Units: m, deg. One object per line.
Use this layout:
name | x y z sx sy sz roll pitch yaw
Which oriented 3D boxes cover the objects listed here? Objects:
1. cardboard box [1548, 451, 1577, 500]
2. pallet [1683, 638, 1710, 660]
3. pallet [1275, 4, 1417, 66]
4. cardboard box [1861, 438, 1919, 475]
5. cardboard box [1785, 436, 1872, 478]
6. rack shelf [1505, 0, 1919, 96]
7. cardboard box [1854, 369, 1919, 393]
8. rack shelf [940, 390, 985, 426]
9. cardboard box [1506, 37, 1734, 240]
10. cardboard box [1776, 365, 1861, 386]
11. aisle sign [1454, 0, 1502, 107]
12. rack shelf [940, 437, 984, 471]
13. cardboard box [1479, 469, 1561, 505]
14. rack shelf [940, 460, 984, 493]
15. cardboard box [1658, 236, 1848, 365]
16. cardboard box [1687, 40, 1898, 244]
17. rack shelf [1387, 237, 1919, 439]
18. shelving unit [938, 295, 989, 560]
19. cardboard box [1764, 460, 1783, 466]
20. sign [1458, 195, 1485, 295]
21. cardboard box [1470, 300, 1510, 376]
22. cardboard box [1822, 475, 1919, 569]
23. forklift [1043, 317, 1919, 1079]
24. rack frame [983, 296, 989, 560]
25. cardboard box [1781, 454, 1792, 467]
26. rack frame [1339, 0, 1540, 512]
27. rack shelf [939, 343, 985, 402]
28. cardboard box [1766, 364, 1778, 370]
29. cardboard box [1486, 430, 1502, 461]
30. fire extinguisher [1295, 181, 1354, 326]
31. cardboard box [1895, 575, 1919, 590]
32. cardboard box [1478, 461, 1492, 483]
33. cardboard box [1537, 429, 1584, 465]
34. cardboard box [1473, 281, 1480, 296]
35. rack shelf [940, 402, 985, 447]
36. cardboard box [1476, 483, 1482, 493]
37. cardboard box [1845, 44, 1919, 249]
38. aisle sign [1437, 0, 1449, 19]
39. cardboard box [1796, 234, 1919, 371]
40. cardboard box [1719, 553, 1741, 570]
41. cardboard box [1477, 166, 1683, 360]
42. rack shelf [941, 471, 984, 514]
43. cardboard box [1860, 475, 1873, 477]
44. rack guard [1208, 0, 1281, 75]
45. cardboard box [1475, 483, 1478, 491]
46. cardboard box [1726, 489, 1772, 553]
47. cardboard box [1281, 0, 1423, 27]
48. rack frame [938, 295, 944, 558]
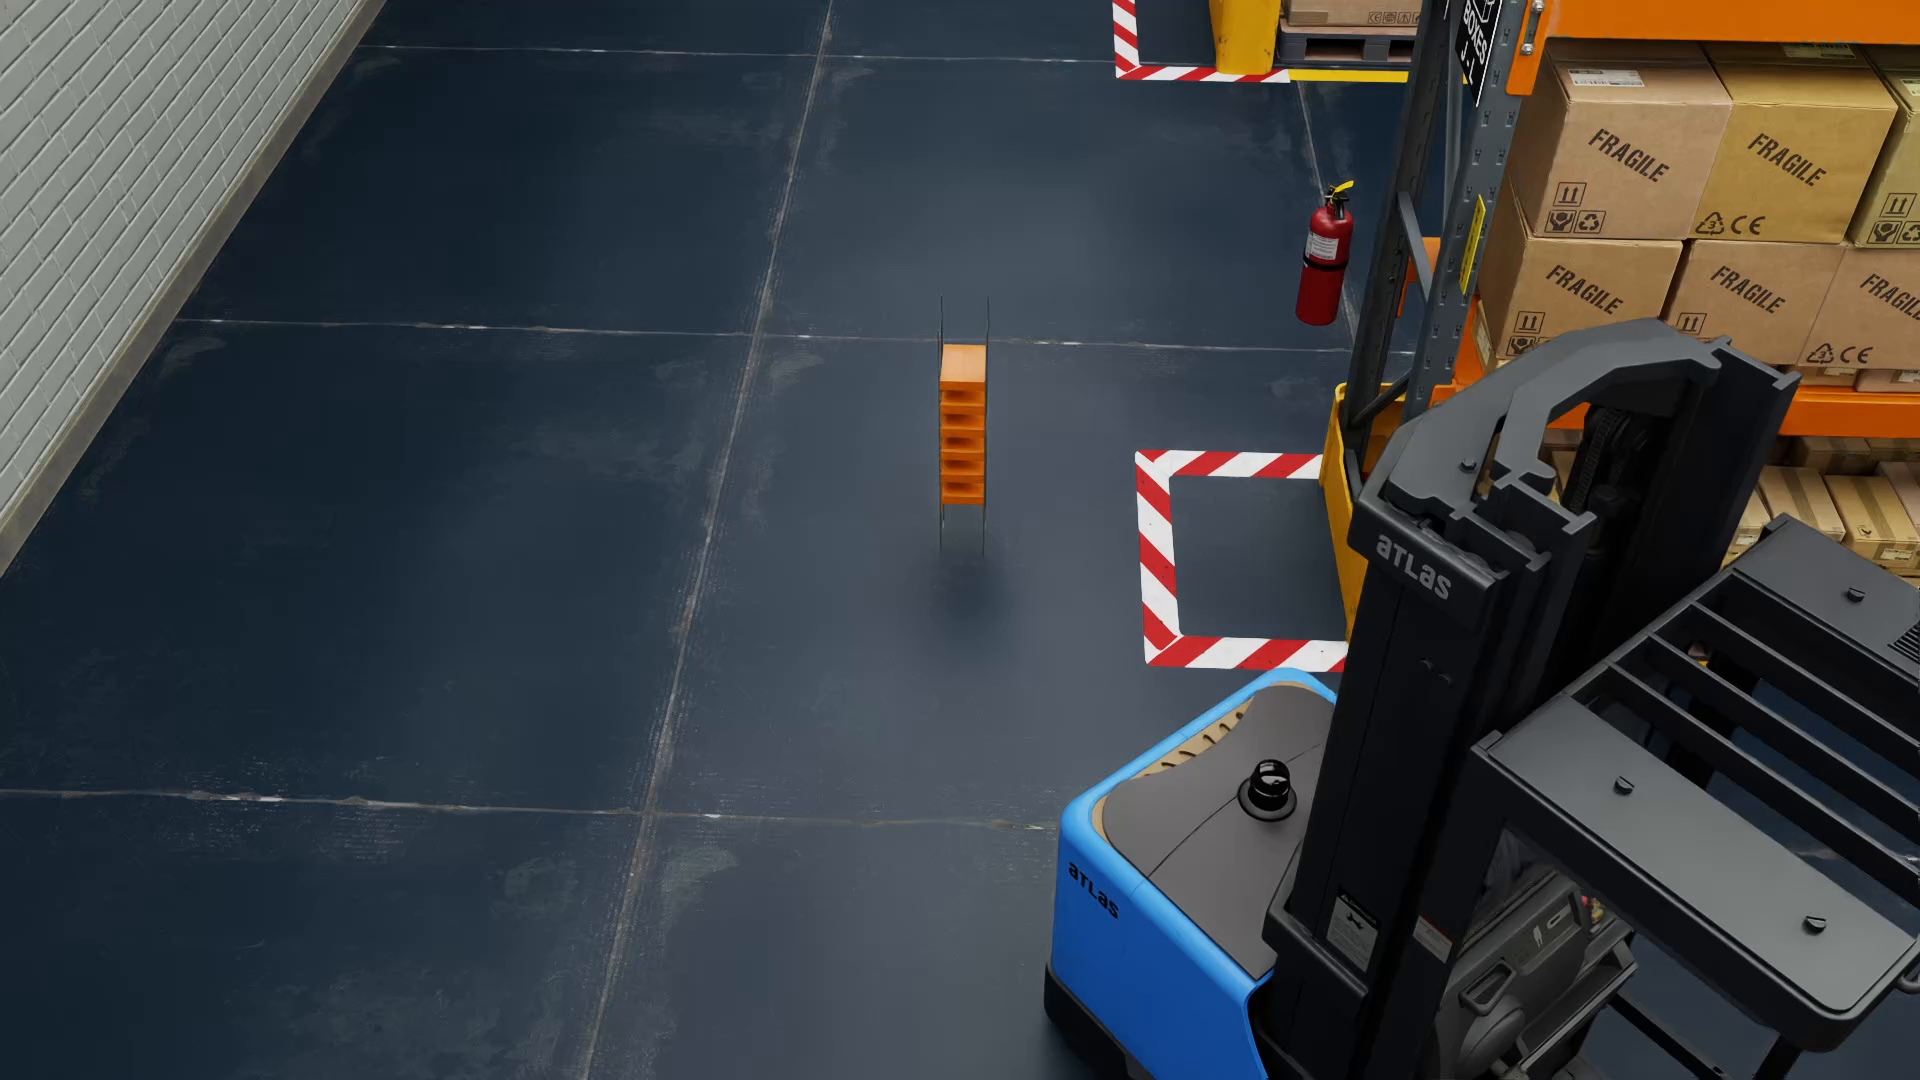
cardboard box | 2.490 -0.174 6.583 0.250 0.149 0.380 2 43 3
pallet | 2.587 0.052 7.039 1.213 0.211 1.003 2 43 2
pallet | 2.625 -3.402 10.747 1.213 0.211 1.003 2 43 2
cardboard box | 3.802 -0.442 6.871 0.250 0.149 0.380 2 43 2
cardboard box | 3.539 -0.431 6.859 0.250 0.149 0.380 0 43 0
rack shelf | 3.699 -1.792 5.301 4.000 0.370 1.077 2 43 2
cardboard box | 3.312 -0.704 5.989 0.250 0.149 0.380 1 43 1
rack shelf | 0.014 -0.582 6.707 0.180 0.103 0.258 2 43 2
cardboard box | 2.137 -1.336 5.459 0.500 0.500 0.500 2 43 2
cardboard box | 3.067 -0.730 6.018 0.250 0.149 0.380 1 43 1
aisle sign | 1.614 -1.769 5.041 0.004 0.787 0.394 2 43 2
rack shelf | 0.014 -0.406 6.871 0.180 0.103 0.258 2 43 2
cardboard box | 2.209 -0.100 6.504 0.250 0.149 0.380 0 43 0
rack shelf | 0.014 -0.318 6.953 0.180 0.103 0.258 2 43 2
cardboard box | 2.673 -0.964 5.793 0.500 0.500 0.500 2 43 2
cardboard box | 2.642 -1.325 5.447 0.500 0.500 0.500 3 43 3
rack shelf | 3.699 -0.695 6.323 4.000 0.370 1.077 2 43 2
shelving unit | 0.014 -0.439 6.841 0.189 1.200 0.258 2 43 2
cardboard box | 3.278 -0.395 7.039 0.250 0.149 0.380 2 43 3
sign | 1.677 -0.967 5.452 0.005 0.325 0.100 2 43 2
cardboard box | 2.010 -0.694 5.979 0.250 0.149 0.380 1 43 2
cardboard box | 3.525 -0.073 6.475 0.250 0.149 0.380 2 43 3
forklift | 1.587 1.080 3.940 1.130 2.935 3.031 -29 50 -27
rack frame | 0.106 -0.436 6.838 0.006 1.200 0.240 2 43 2
cardboard box | 3.533 -0.375 7.017 0.250 0.149 0.380 4 43 4
rack frame | 1.701 -1.019 6.144 0.127 3.000 1.000 2 43 2
rack shelf | 0.014 -0.669 6.625 0.180 0.103 0.258 2 43 2
cardboard box | 2.797 -0.755 6.045 0.250 0.149 0.380 4 43 4
cardboard box | 2.241 -0.504 6.937 0.250 0.149 0.380 2 43 2
fire extinguisher | 1.470 -1.177 6.643 0.183 0.674 0.296 2 43 2
cardboard box | 3.756 0.142 6.680 0.250 0.149 0.380 2 43 2
cardboard box | 2.241 -0.417 7.062 0.250 0.149 0.380 1 43 1
cardboard box | 2.490 -0.457 6.887 0.250 0.149 0.380 3 43 3
cardboard box | 2.039 -1.110 6.425 0.250 0.149 0.380 2 43 2
rack shelf | 0.014 -0.494 6.789 0.180 0.103 0.258 2 43 2
cardboard box | 2.213 -0.048 6.666 0.250 0.149 0.380 3 43 4
cardboard box | 3.160 -1.294 5.413 0.500 0.500 0.500 1 43 1
aisle sign | 1.641 -2.177 5.479 0.004 0.787 0.394 2 43 2
cardboard box | 3.162 -0.940 5.767 0.500 0.500 0.500 2 43 2
cardboard box | 2.984 0.028 6.585 0.250 0.149 0.380 3 43 3
cardboard box | 2.137 -0.963 5.792 0.500 0.500 0.500 4 43 4
rack shelf | 0.014 -0.230 7.034 0.180 0.103 0.258 2 43 2
cardboard box | 3.810 -0.385 7.028 0.250 0.149 0.380 2 43 2
rack guard | 1.799 -3.479 10.618 0.348 0.500 1.175 2 43 2
cardboard box | 2.236 -0.256 7.107 0.250 0.149 0.380 2 43 3
cardboard box | 2.987 -0.128 6.533 0.250 0.149 0.380 0 43 0
cardboard box | 2.487 -3.657 10.547 0.875 0.438 0.875 0 43 0
rack frame | -0.077 -0.441 6.844 0.006 1.200 0.240 2 43 2
